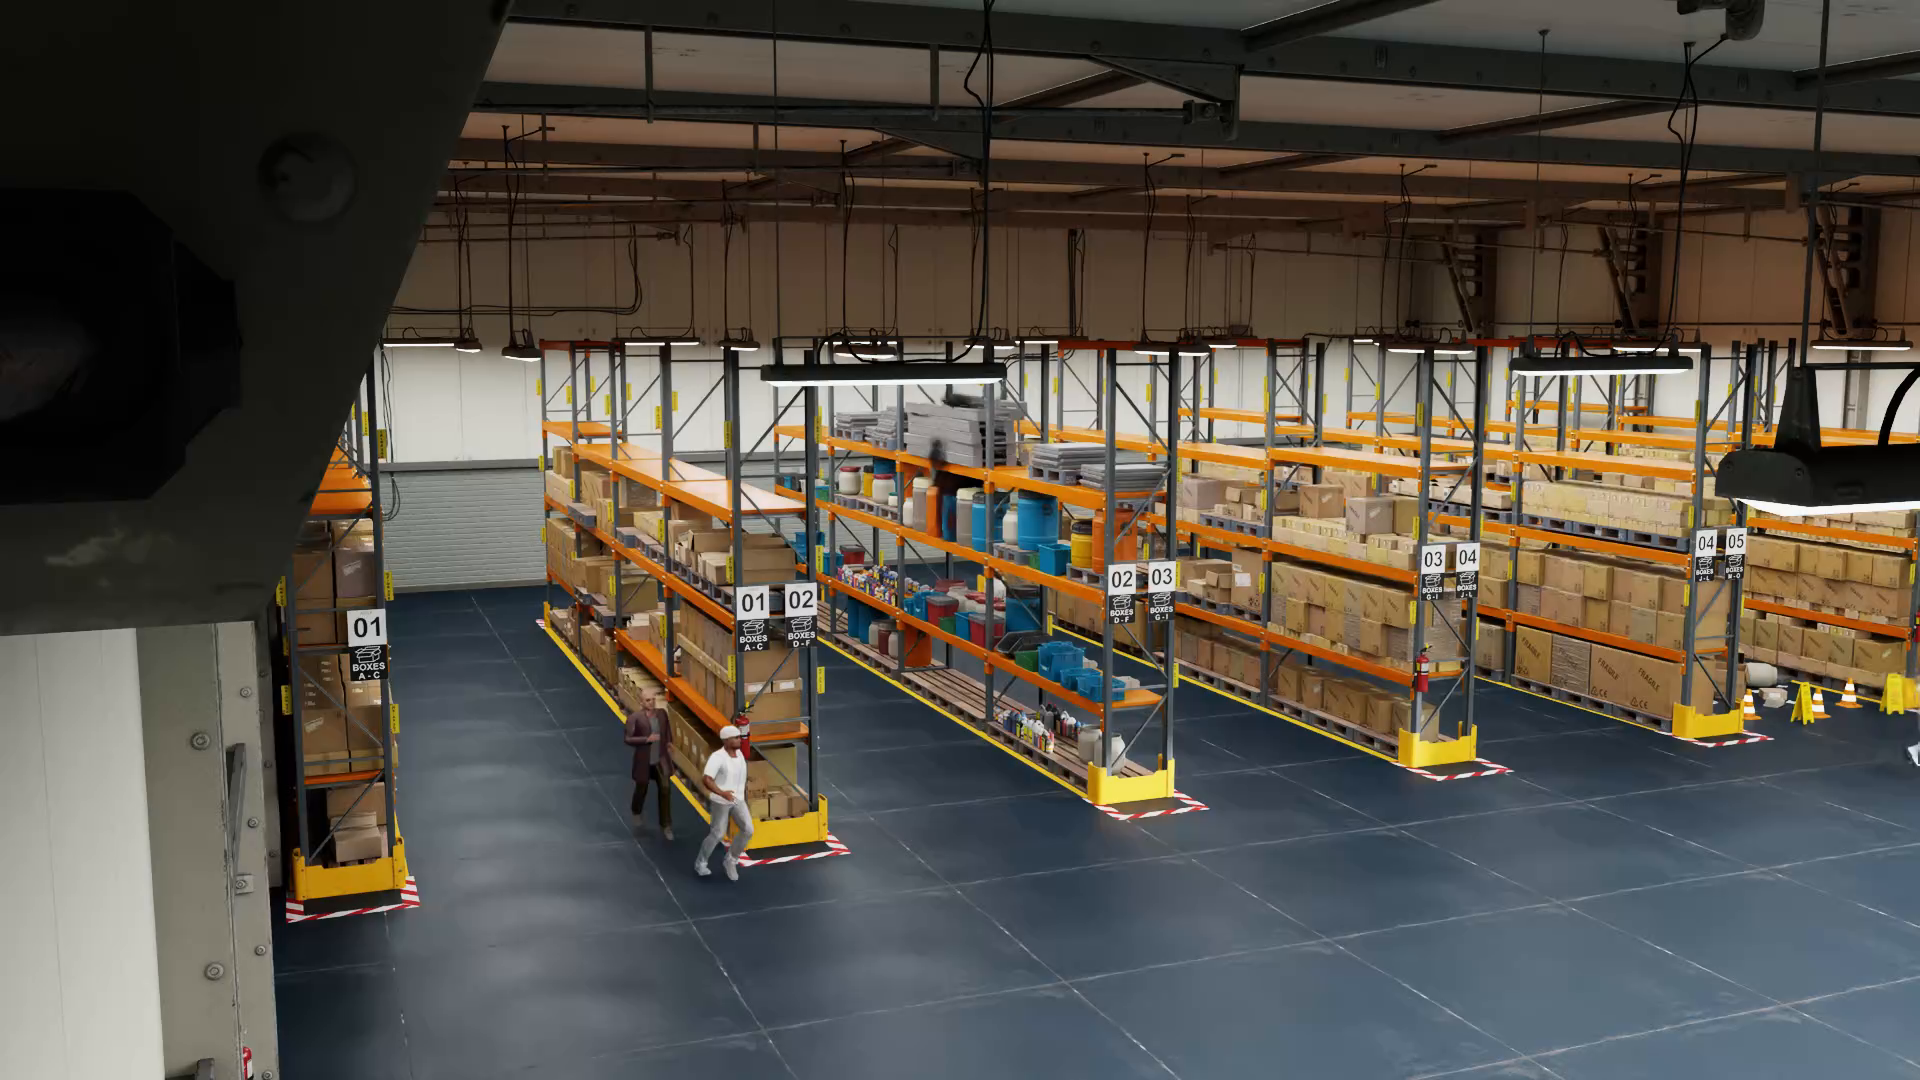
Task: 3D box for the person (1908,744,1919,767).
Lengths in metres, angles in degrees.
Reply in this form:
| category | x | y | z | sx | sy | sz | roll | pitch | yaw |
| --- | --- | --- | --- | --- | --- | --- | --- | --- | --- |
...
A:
| category | x | y | z | sx | sy | sz | roll | pitch | yaw |
| --- | --- | --- | --- | --- | --- | --- | --- | --- | --- |
| person | 13.661 | 2.514 | 23.254 | 0.642 | 1.633 | 0.590 | 4 | 8 | 29 |

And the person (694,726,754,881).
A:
| category | x | y | z | sx | sy | sz | roll | pitch | yaw |
| --- | --- | --- | --- | --- | --- | --- | --- | --- | --- |
| person | -2.652 | 3.007 | 19.105 | 0.661 | 1.763 | 0.765 | 5 | 9 | 35 |

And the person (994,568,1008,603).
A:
| category | x | y | z | sx | sy | sz | roll | pitch | yaw |
| --- | --- | --- | --- | --- | --- | --- | --- | --- | --- |
| person | 0.812 | 1.293 | 32.408 | 0.560 | 1.656 | 0.562 | -4 | 9 | -30 |

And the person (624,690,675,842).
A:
| category | x | y | z | sx | sy | sz | roll | pitch | yaw |
| --- | --- | --- | --- | --- | --- | --- | --- | --- | --- |
| person | -3.847 | 2.759 | 20.632 | 0.685 | 1.821 | 0.957 | -4 | 9 | -29 |
